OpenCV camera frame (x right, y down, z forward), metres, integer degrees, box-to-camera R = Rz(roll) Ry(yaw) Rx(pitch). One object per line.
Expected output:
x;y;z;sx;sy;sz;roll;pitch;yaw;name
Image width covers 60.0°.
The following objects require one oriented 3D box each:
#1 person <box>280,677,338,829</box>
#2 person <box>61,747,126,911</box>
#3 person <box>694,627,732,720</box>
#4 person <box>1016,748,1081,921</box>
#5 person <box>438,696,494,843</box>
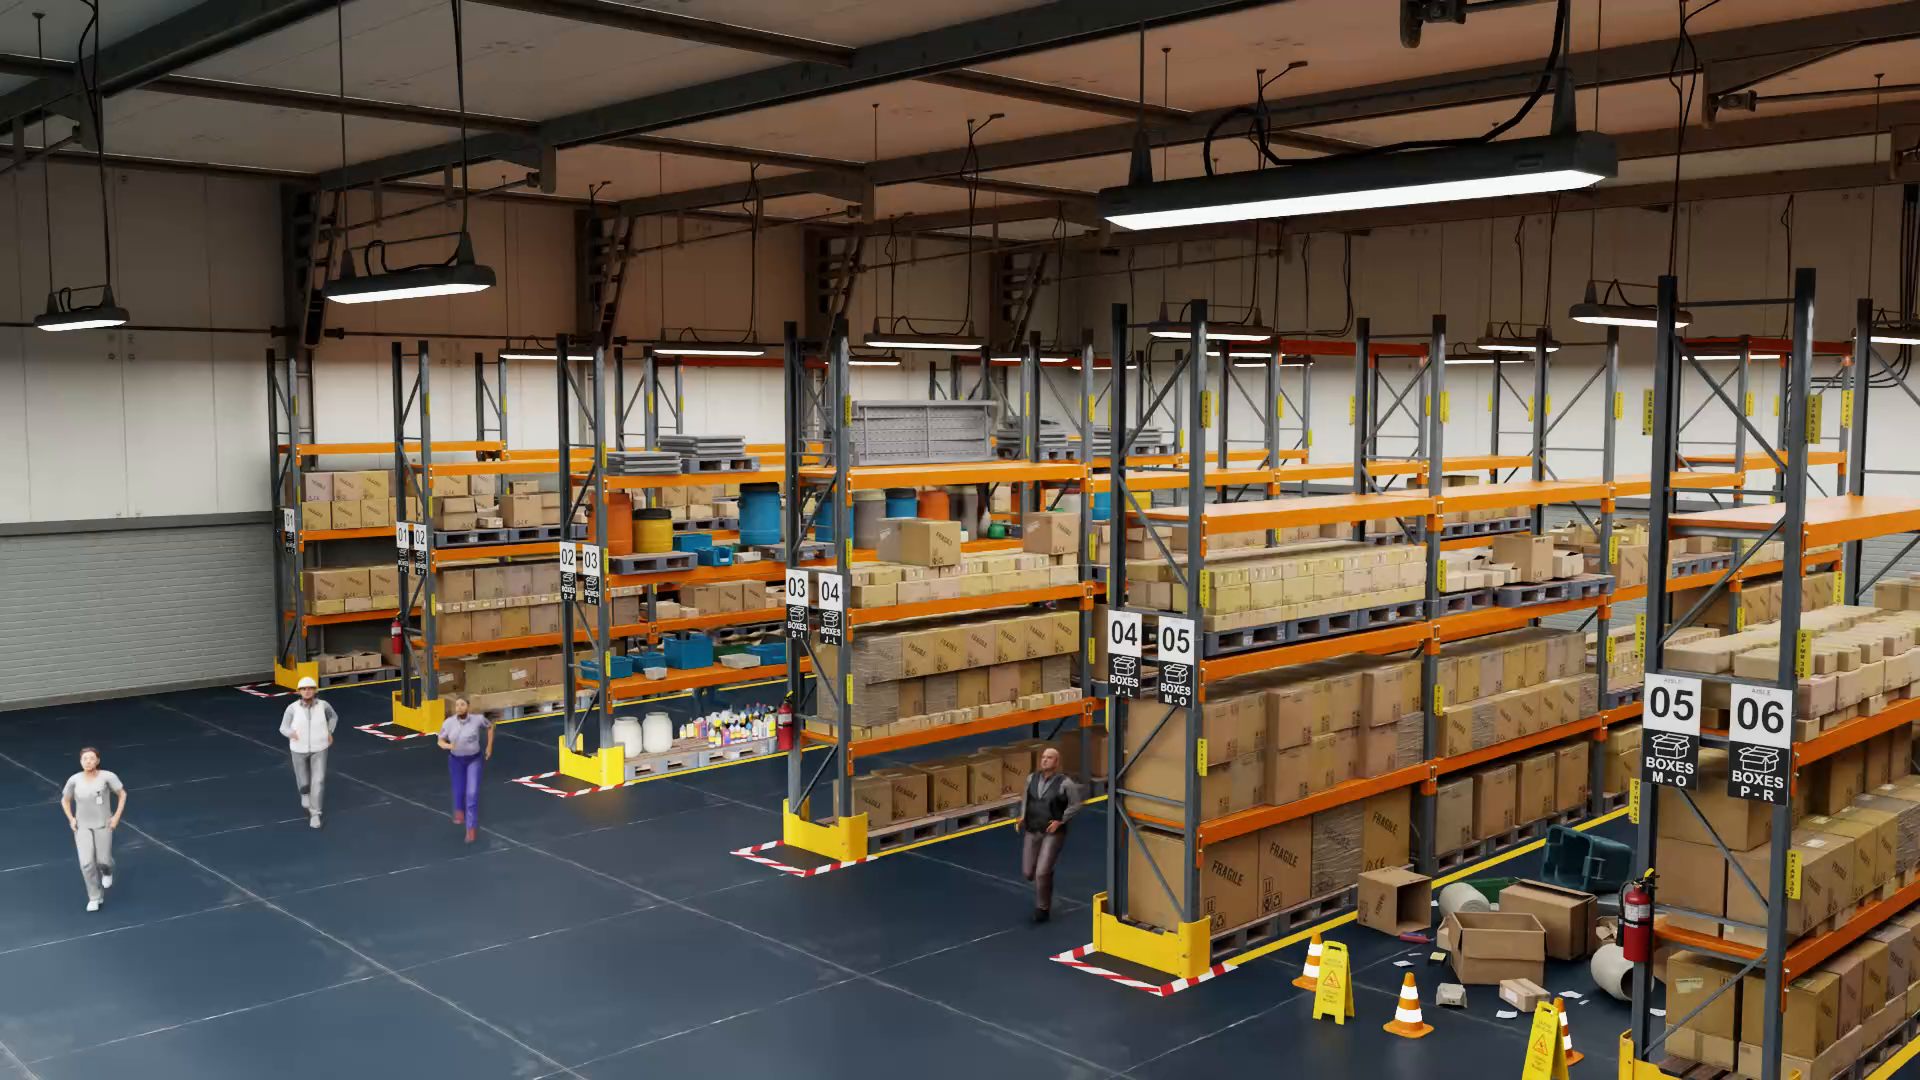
-7.870;2.537;20.133;0.661;1.769;0.907;-2;5;-22;person
-8.802;2.895;16.924;0.590;1.631;0.642;-2;5;-21;person
-3.913;2.147;25.898;0.548;1.549;0.805;4;6;39;person
0.867;2.902;16.544;0.657;1.662;0.645;3;6;28;person
-5.822;2.660;19.627;0.615;1.673;0.923;-1;5;-8;person
